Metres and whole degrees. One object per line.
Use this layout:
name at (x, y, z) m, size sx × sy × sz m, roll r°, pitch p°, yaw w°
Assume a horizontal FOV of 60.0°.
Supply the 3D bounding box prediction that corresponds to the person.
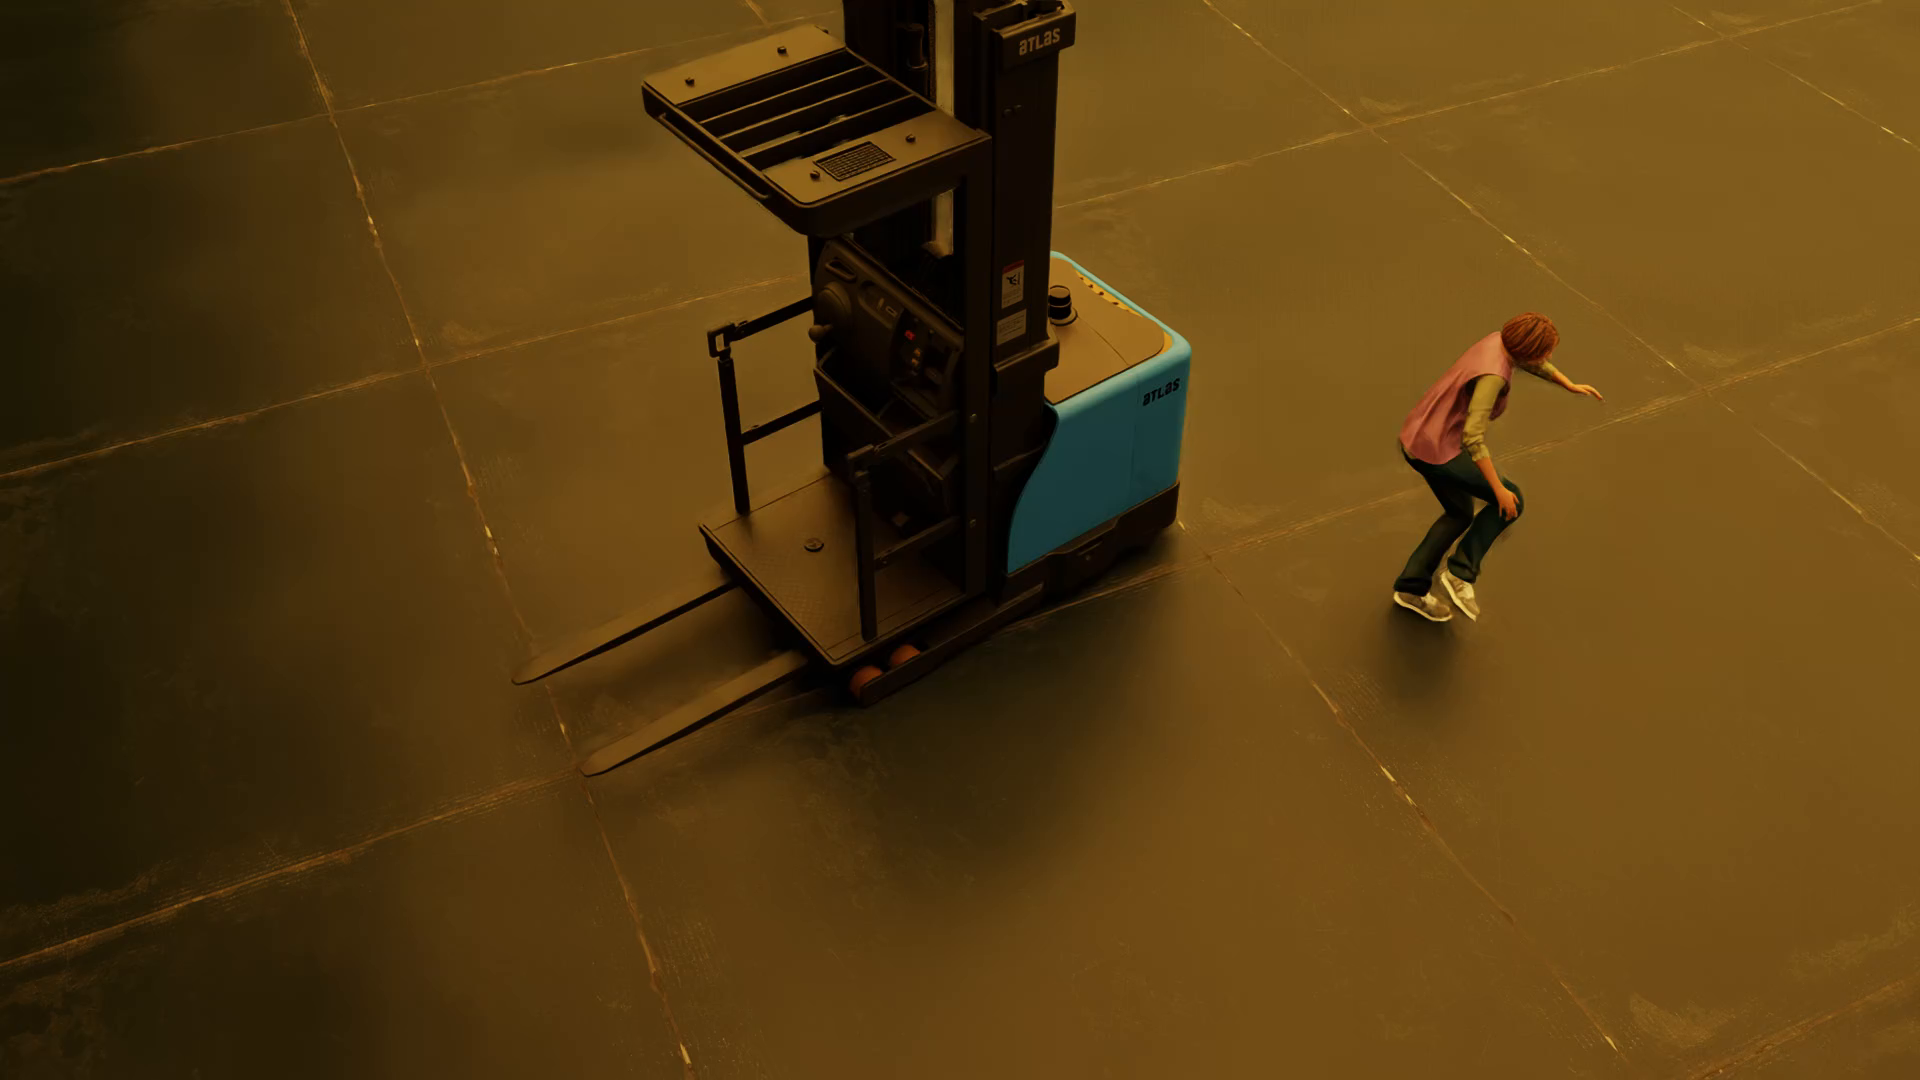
person at (2.315, -0.341, 7.205) m, size 0.817 × 1.376 × 0.823 m, roll 4°, pitch 43°, yaw 4°

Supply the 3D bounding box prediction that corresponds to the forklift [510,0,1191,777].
forklift at (-0.463, -0.787, 6.523) m, size 3.031 × 2.935 × 1.130 m, roll -27°, pitch 50°, yaw -26°
